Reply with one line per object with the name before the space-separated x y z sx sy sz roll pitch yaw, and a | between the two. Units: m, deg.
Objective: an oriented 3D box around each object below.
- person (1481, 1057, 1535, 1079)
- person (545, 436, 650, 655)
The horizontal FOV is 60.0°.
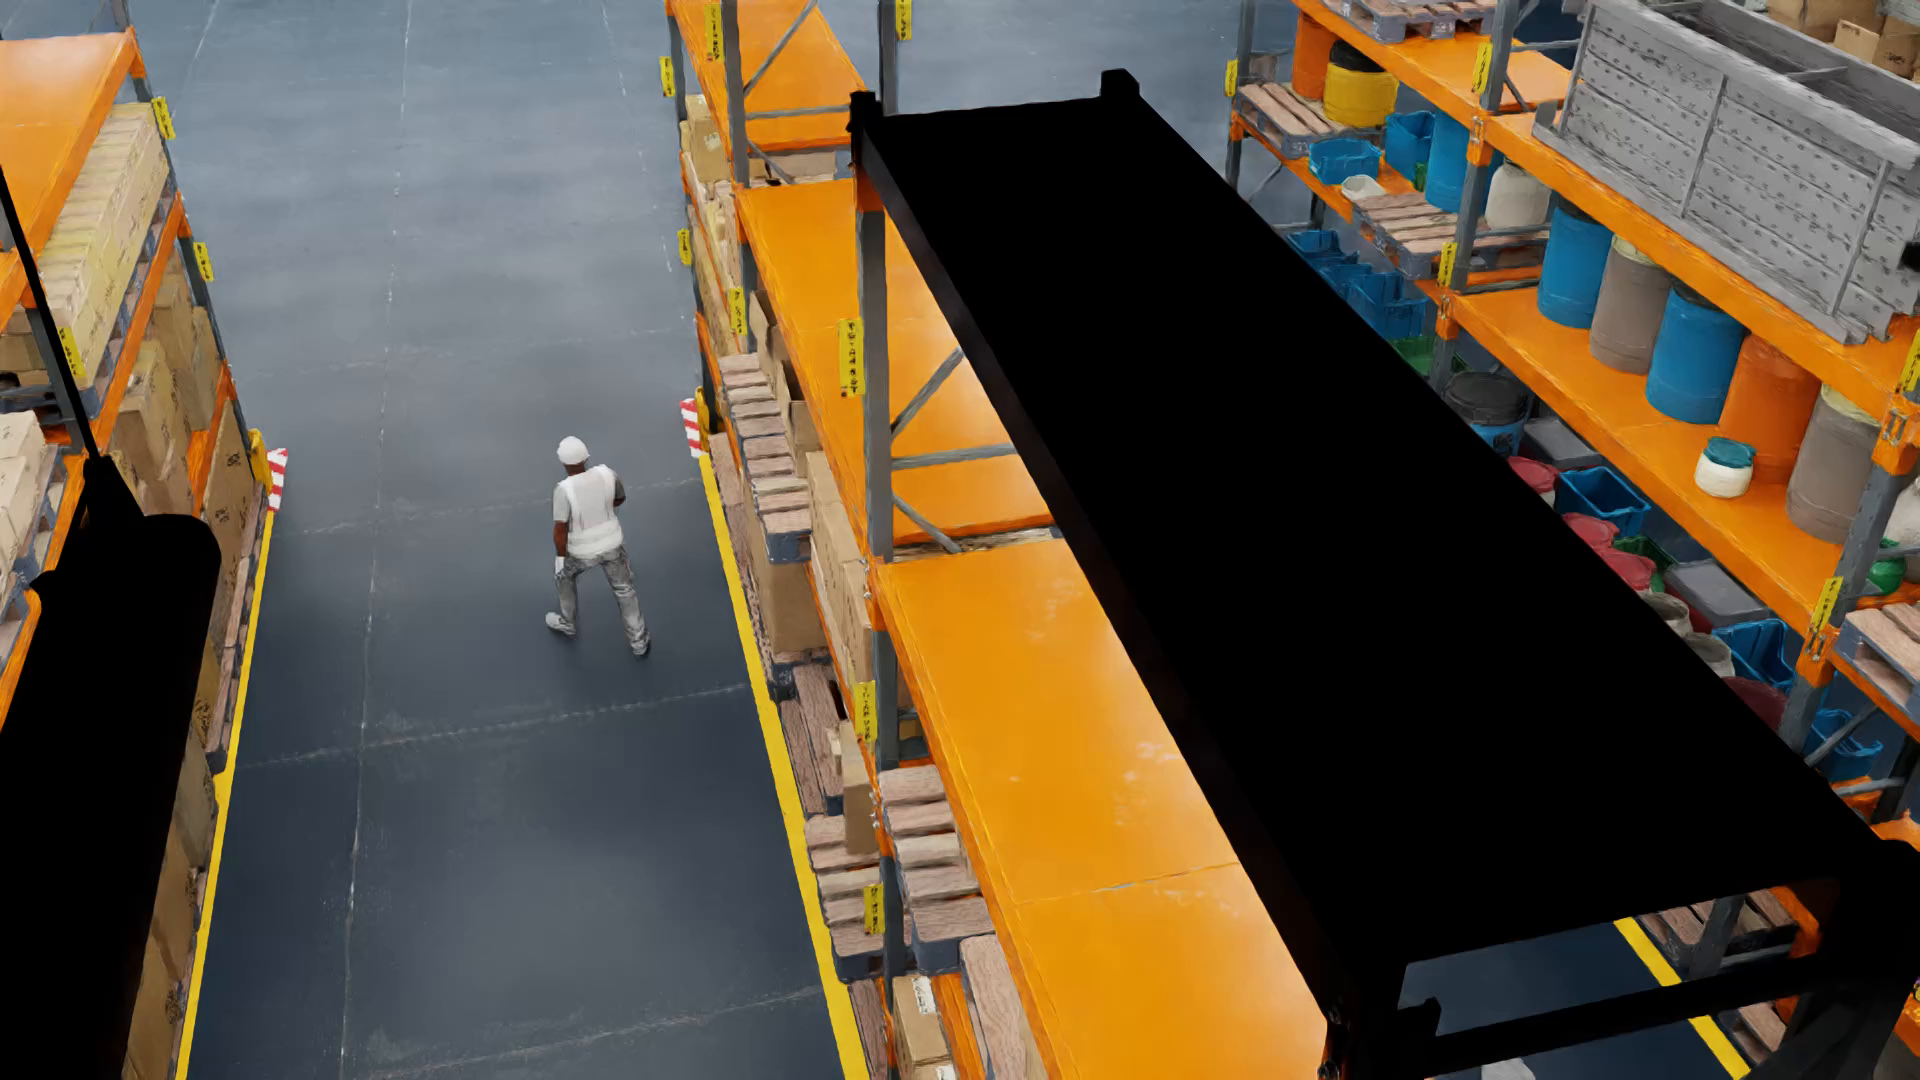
person | 2.559 3.137 8.075 0.495 1.589 1.086 -7 35 -9
person | -2.773 0.026 12.515 0.694 1.713 0.815 -20 39 -27
